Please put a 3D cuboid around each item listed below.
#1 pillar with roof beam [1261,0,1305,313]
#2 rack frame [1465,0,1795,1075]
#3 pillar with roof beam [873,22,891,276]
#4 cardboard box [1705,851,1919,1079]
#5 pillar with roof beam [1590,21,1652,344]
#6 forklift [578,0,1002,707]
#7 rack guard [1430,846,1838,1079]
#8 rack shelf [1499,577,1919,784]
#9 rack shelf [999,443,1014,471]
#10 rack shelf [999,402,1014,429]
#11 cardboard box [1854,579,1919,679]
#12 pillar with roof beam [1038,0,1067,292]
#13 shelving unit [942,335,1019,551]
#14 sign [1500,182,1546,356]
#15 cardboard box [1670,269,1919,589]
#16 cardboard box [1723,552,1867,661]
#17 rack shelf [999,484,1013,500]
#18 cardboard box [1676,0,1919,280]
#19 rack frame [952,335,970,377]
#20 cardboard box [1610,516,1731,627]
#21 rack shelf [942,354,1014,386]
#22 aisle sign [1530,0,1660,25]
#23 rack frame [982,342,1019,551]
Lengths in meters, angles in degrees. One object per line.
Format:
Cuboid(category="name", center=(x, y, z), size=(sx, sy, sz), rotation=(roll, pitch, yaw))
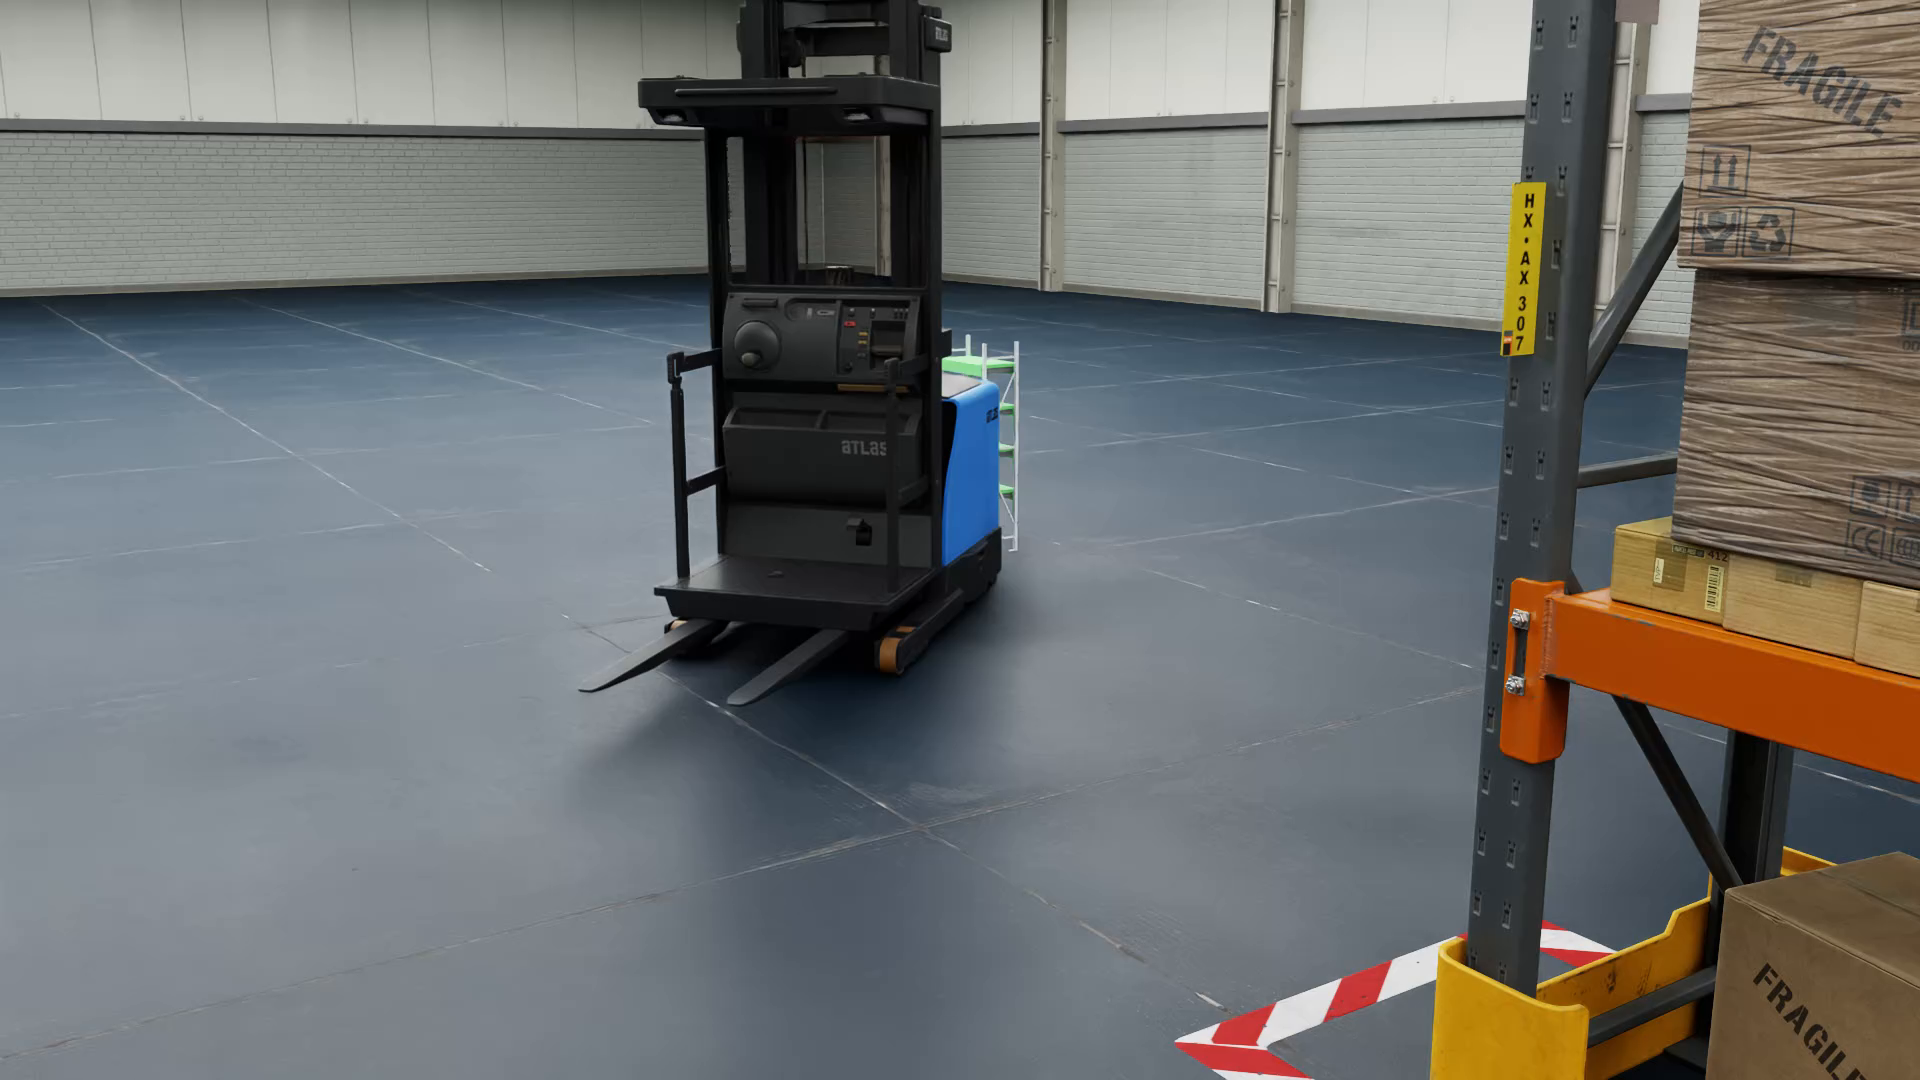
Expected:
Cuboid(category="pillar with roof beam", center=(1.451, -7.517, 23.170), size=(9.100, 9.000, 0.400), rotation=(-8, 15, -33))
Cuboid(category="rack frame", center=(1.529, -0.157, 3.560), size=(1.000, 3.000, 0.127), rotation=(-8, 15, -33))
Cuboid(category="pillar with roof beam", center=(-5.198, -9.651, 32.929), size=(9.100, 9.000, 0.400), rotation=(-8, 15, -33))
Cuboid(category="cardboard box", center=(1.861, 0.972, 3.265), size=(0.500, 0.500, 0.500), rotation=(-5, 13, -22))
Cuboid(category="pillar with roof beam", center=(4.775, -6.449, 18.290), size=(9.100, 9.000, 0.400), rotation=(-8, 15, -33))
Cuboid(category="forklift", center=(-0.687, -0.941, 7.305), size=(1.130, 2.935, 3.031), rotation=(4, 13, 16))
Cuboid(category="rack guard", center=(1.571, 1.077, 3.765), size=(1.175, 0.500, 0.348), rotation=(-8, 15, -33))
Cuboid(category="rack shelf", center=(2.637, 0.550, 2.010), size=(1.077, 0.370, 4.000), rotation=(-8, 15, -33))
Cuboid(category="rack shelf", center=(0.092, -0.494, 9.613), size=(0.258, 0.148, 0.480), rotation=(-8, 15, -33))
Cuboid(category="rack shelf", center=(0.092, -0.729, 9.561), size=(0.258, 0.148, 0.480), rotation=(-8, 15, -33))
Cuboid(category="cardboard box", center=(1.737, 0.137, 2.801), size=(0.380, 0.149, 0.250), rotation=(-8, 15, -33))
Cuboid(category="pillar with roof beam", center=(-1.873, -8.584, 28.049), size=(9.100, 9.000, 0.400), rotation=(-8, 15, -33))
Cuboid(category="shelving unit", center=(0.092, -0.557, 9.599), size=(0.258, 1.200, 0.503), rotation=(-8, 15, -33))
Cuboid(category="sign", center=(1.077, -0.516, 3.174), size=(0.100, 0.325, 0.005), rotation=(-8, 15, -33))
Cuboid(category="cardboard box", center=(1.811, -0.250, 3.055), size=(0.875, 0.500, 0.500), rotation=(-8, 15, -33))
Cuboid(category="cardboard box", center=(1.611, 0.091, 3.012), size=(0.380, 0.149, 0.250), rotation=(-8, 15, -33))
Cuboid(category="rack shelf", center=(0.092, -0.260, 9.664), size=(0.258, 0.148, 0.480), rotation=(-8, 15, -33))
Cuboid(category="cardboard box", center=(1.607, -0.710, 2.816), size=(0.500, 0.500, 0.500), rotation=(-8, 15, -33))
Cuboid(category="rack frame", center=(-0.043, -0.600, 9.797), size=(0.240, 1.200, 0.015), rotation=(-8, 15, -33))
Cuboid(category="cardboard box", center=(1.488, 0.044, 3.226), size=(0.380, 0.149, 0.250), rotation=(-8, 15, -33))
Cuboid(category="rack shelf", center=(0.092, -0.963, 9.510), size=(0.258, 0.148, 0.480), rotation=(-8, 15, -33))
Cuboid(category="aisle sign", center=(1.245, -1.403, 3.170), size=(0.394, 0.787, 0.004), rotation=(-8, 15, -33))
Cuboid(category="rack frame", center=(0.227, -0.513, 9.401), size=(0.240, 1.200, 0.015), rotation=(-8, 15, -33))
